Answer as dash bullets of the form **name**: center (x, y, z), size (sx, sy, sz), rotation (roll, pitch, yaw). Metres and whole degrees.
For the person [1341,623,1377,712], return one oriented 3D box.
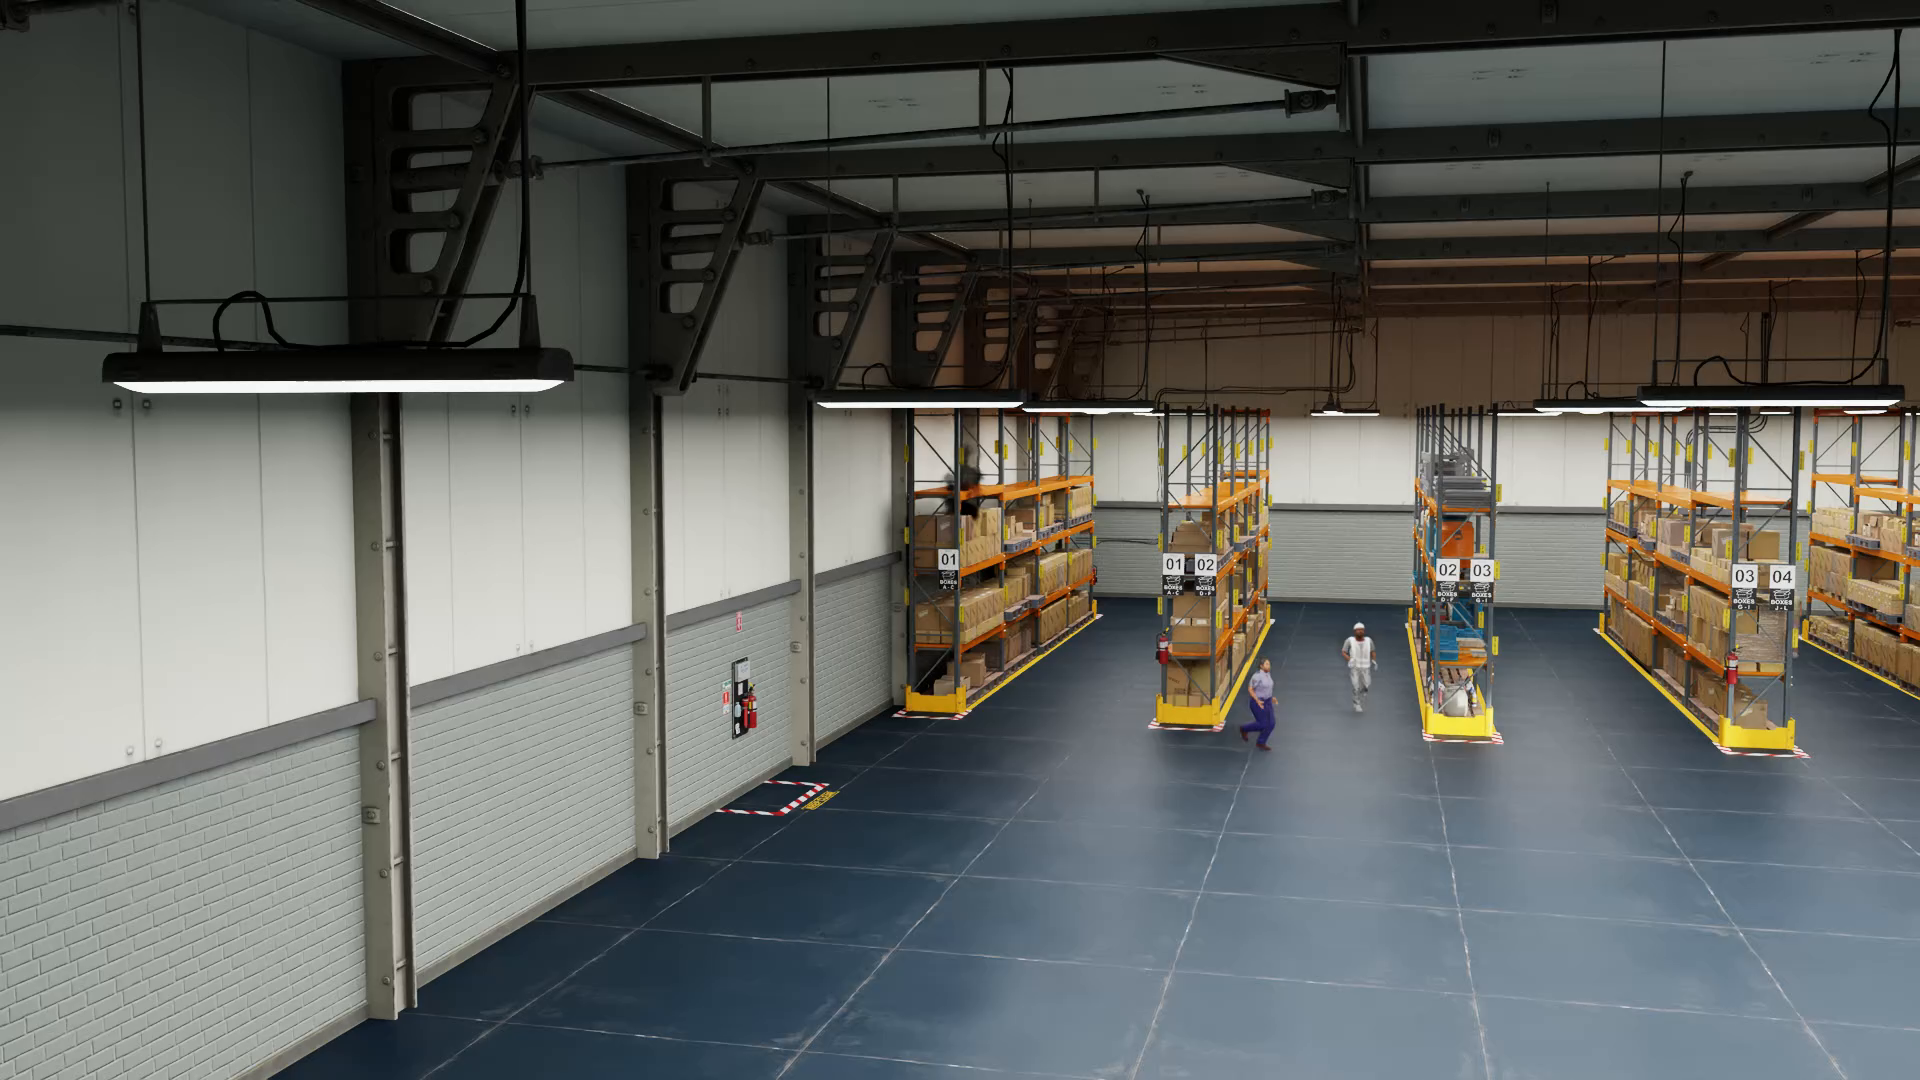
- **person**: center (7.813, 2.492, 32.540), size (0.685, 1.736, 0.599), rotation (0, 4, 0)

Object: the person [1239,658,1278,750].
- **person**: center (5.187, 2.835, 28.887), size (0.586, 1.603, 0.593), rotation (4, 6, 43)

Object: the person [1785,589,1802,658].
- **person**: center (19.996, 1.952, 40.046), size (0.593, 1.695, 0.894), rotation (1, 4, 10)
